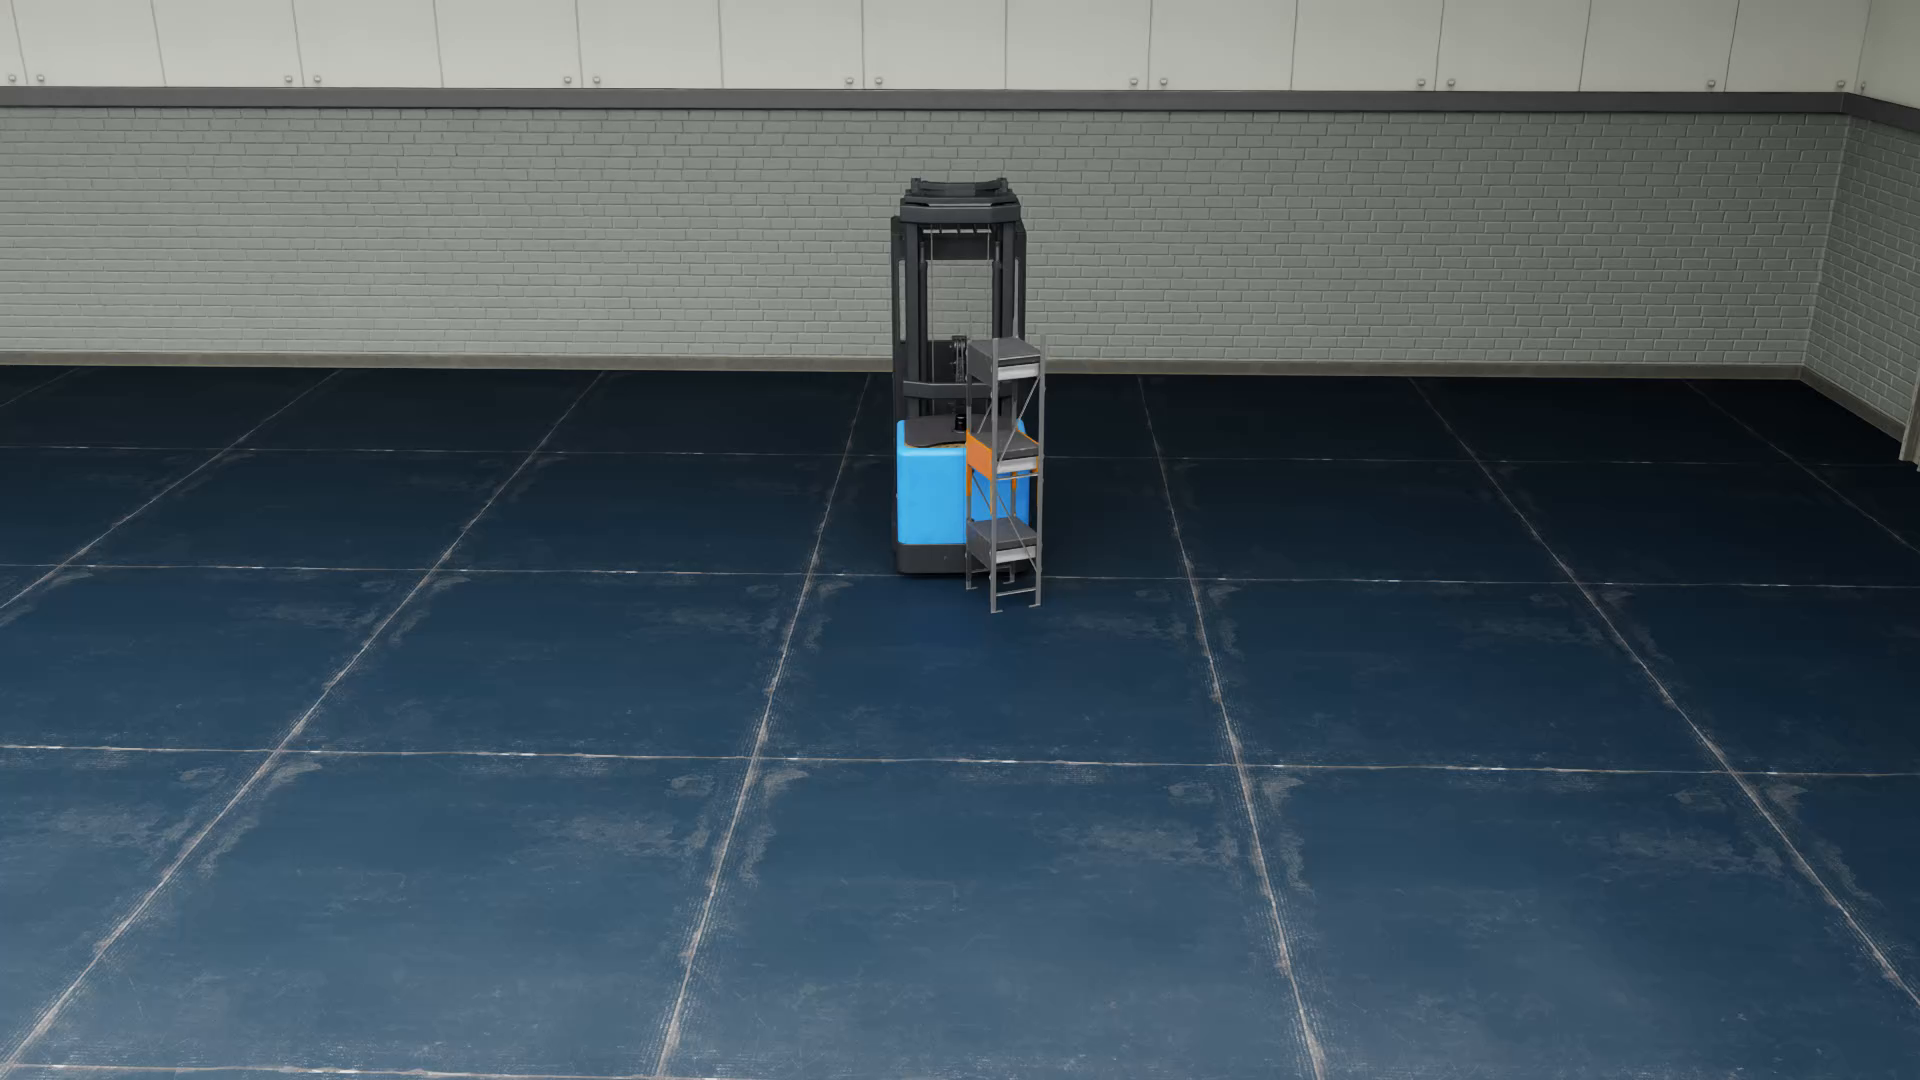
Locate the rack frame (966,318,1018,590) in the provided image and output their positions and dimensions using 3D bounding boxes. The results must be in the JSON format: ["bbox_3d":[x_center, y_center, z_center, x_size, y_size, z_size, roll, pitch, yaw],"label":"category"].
[{"bbox_3d":[0.236,-0.621,12.519,0.400,2.100,0.015,-8,23,-20],"label":"rack frame"}]

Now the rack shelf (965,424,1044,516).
[{"bbox_3d":[0.327,-0.526,12.313,0.431,0.518,0.480,-8,23,-20],"label":"rack shelf"}]

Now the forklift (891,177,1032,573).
[{"bbox_3d":[-0.021,-1.592,13.873,1.130,2.935,3.031,-1,21,-2],"label":"forklift"}]

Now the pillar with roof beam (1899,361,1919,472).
[{"bbox_3d":[4.773,-4.945,14.127,9.100,9.000,0.400,1,21,2],"label":"pillar with roof beam"}]

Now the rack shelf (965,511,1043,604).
[{"bbox_3d":[0.327,0.126,12.567,0.431,0.518,0.480,-8,23,-20],"label":"rack shelf"}]

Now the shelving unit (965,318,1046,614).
[{"bbox_3d":[0.327,-0.539,12.308,0.431,2.100,0.503,-8,23,-20],"label":"shelving unit"}]

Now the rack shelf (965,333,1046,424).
[{"bbox_3d":[0.328,-1.179,12.060,0.431,0.518,0.480,-8,23,-20],"label":"rack shelf"}]

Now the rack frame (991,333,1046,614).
[{"bbox_3d":[0.419,-0.457,12.097,0.400,2.100,0.015,-8,23,-20],"label":"rack frame"}]
